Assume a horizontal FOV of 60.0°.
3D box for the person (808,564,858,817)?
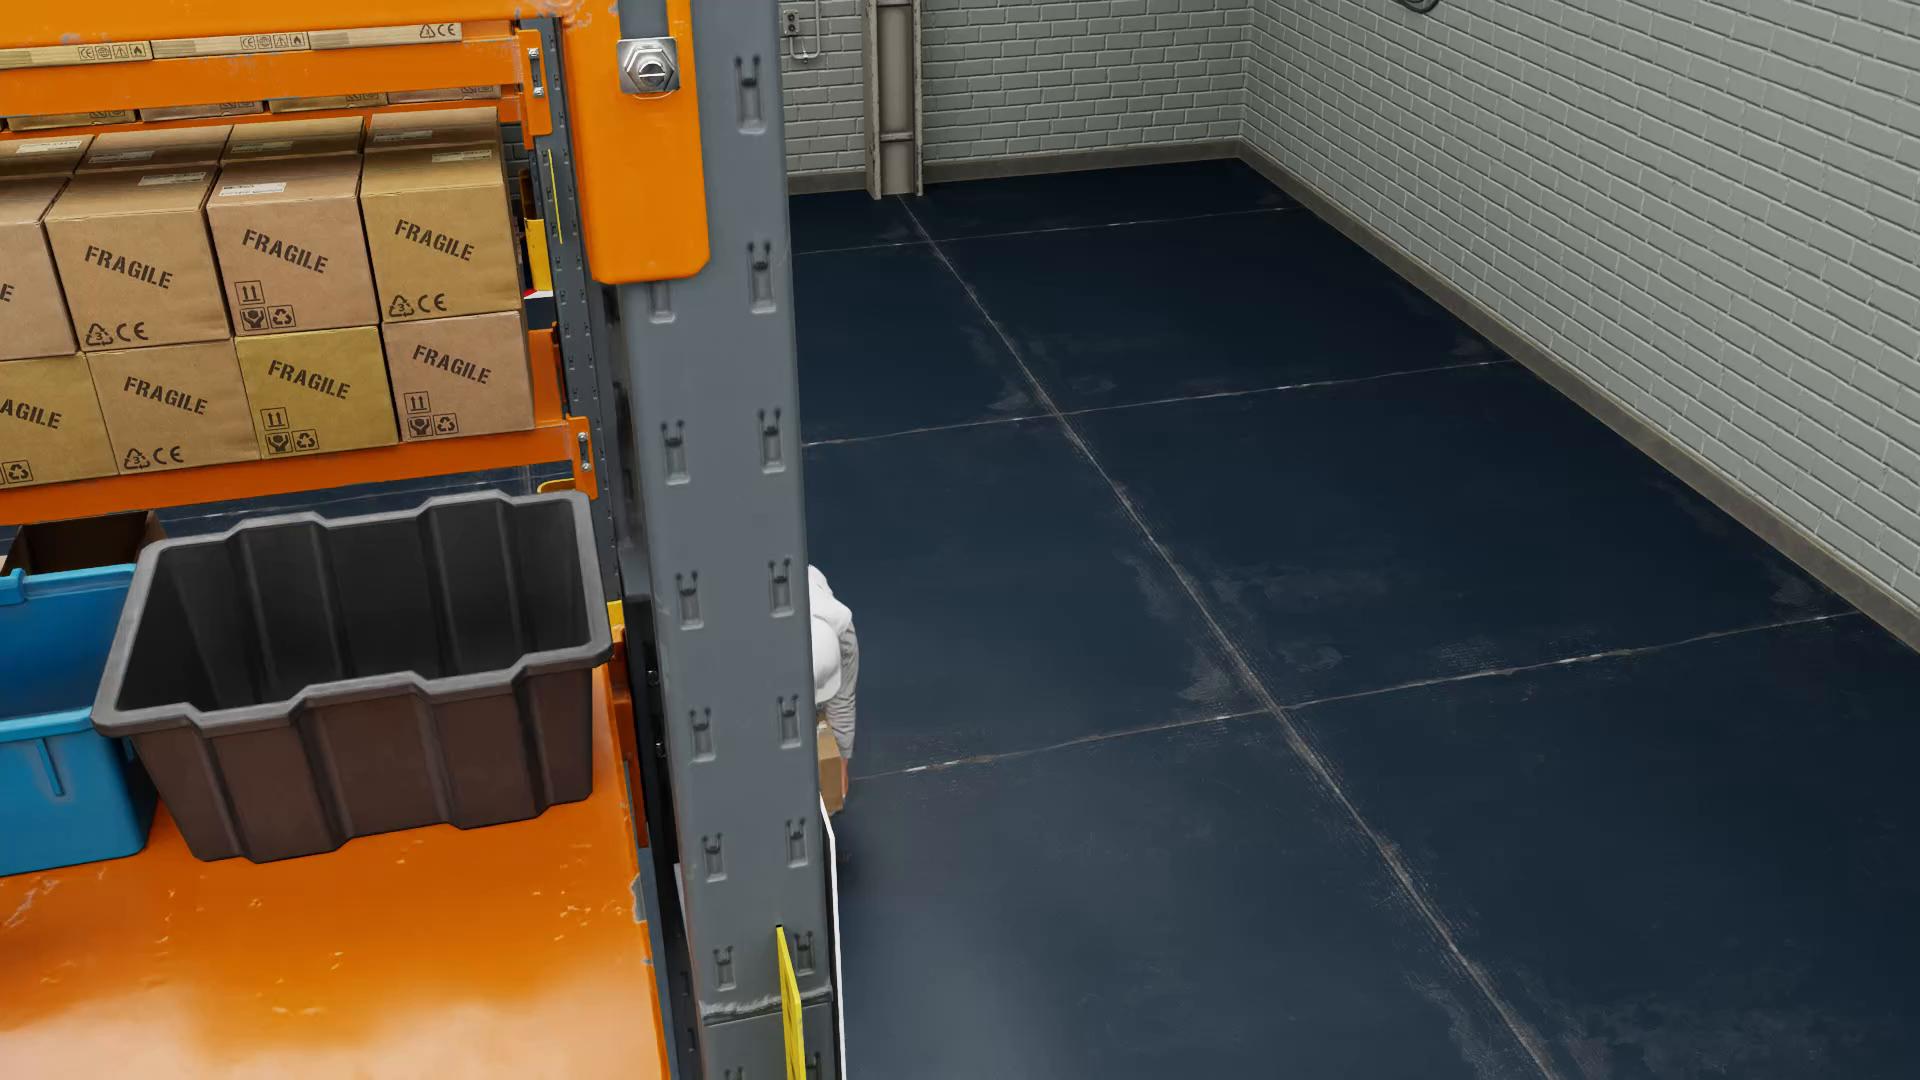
[{"bbox_3d":[-0.631,0.618,6.107,0.485,1.202,0.981,-9,31,-15],"label":"person"}]
